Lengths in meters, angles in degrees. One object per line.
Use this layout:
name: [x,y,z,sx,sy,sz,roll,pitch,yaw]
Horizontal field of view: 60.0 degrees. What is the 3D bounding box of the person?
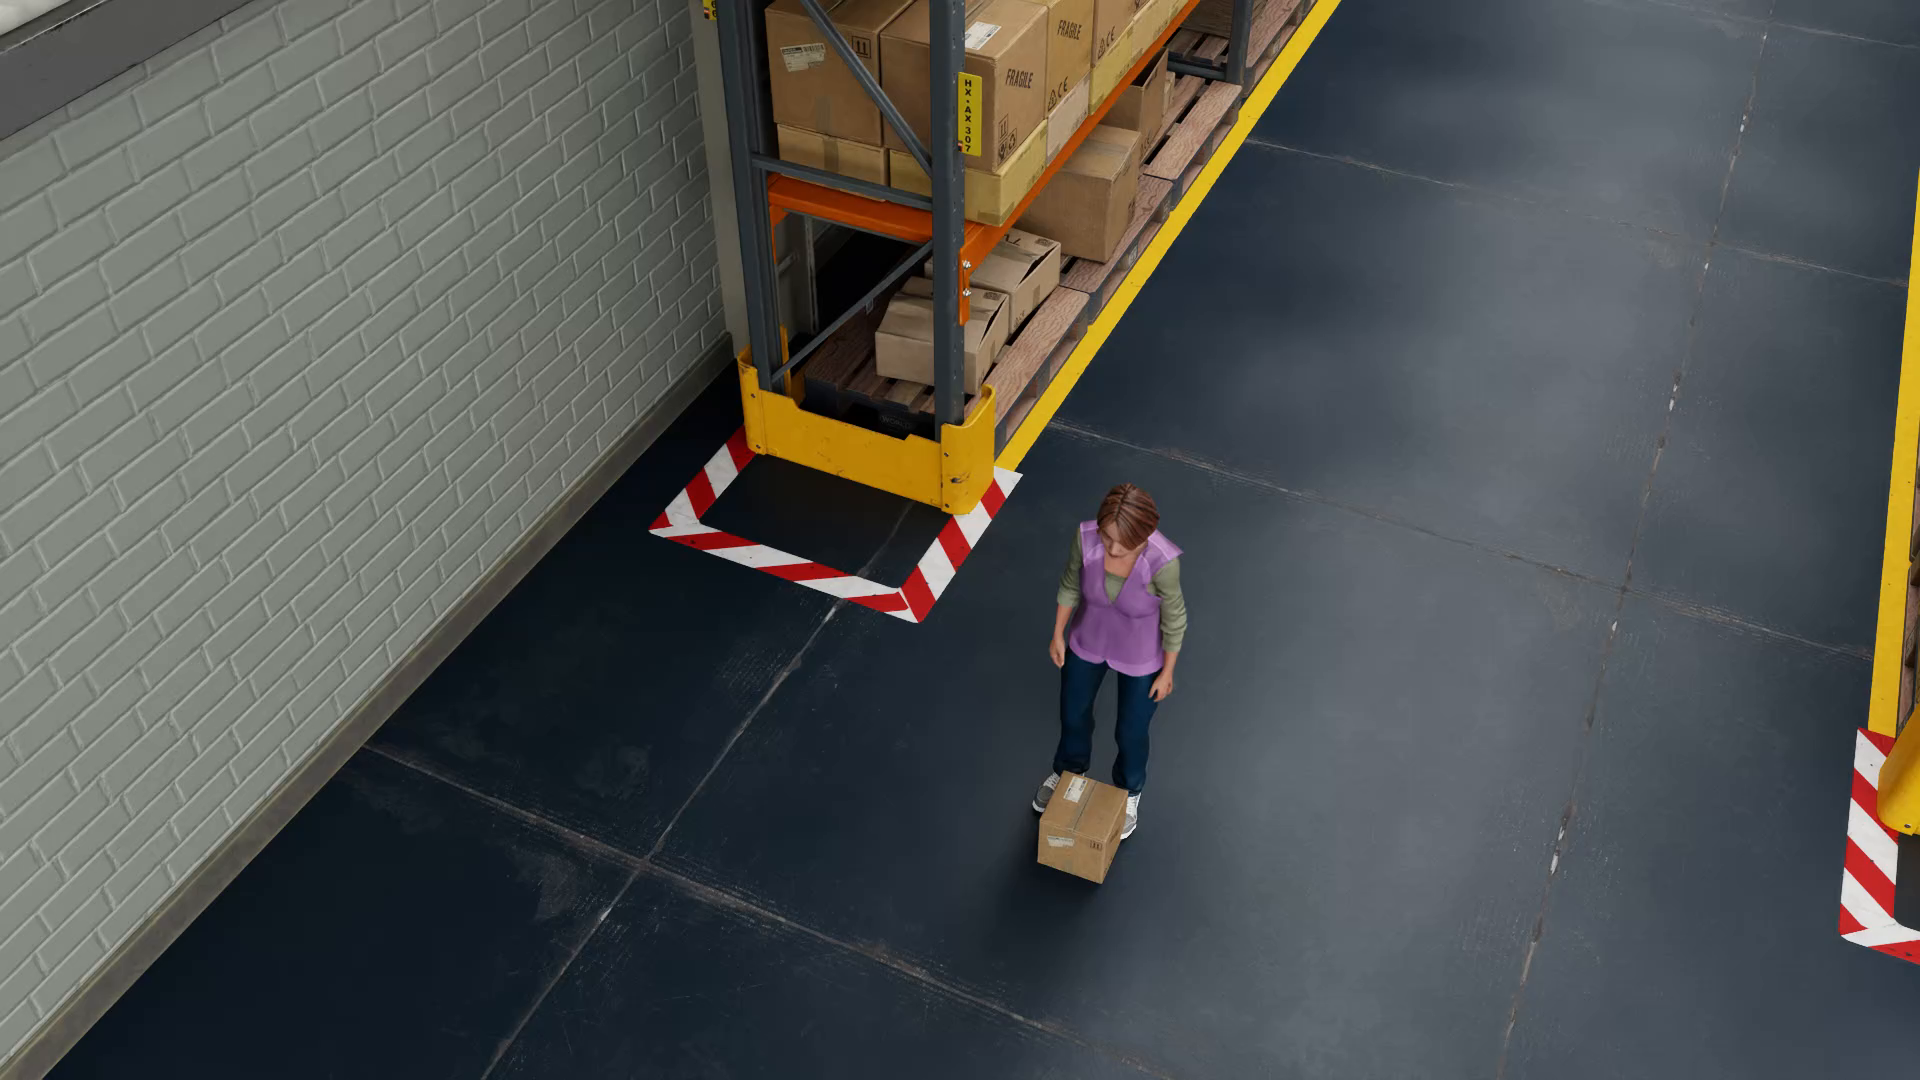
person: [0.535,0.396,5.738,0.460,1.592,0.344,18,45,18]
